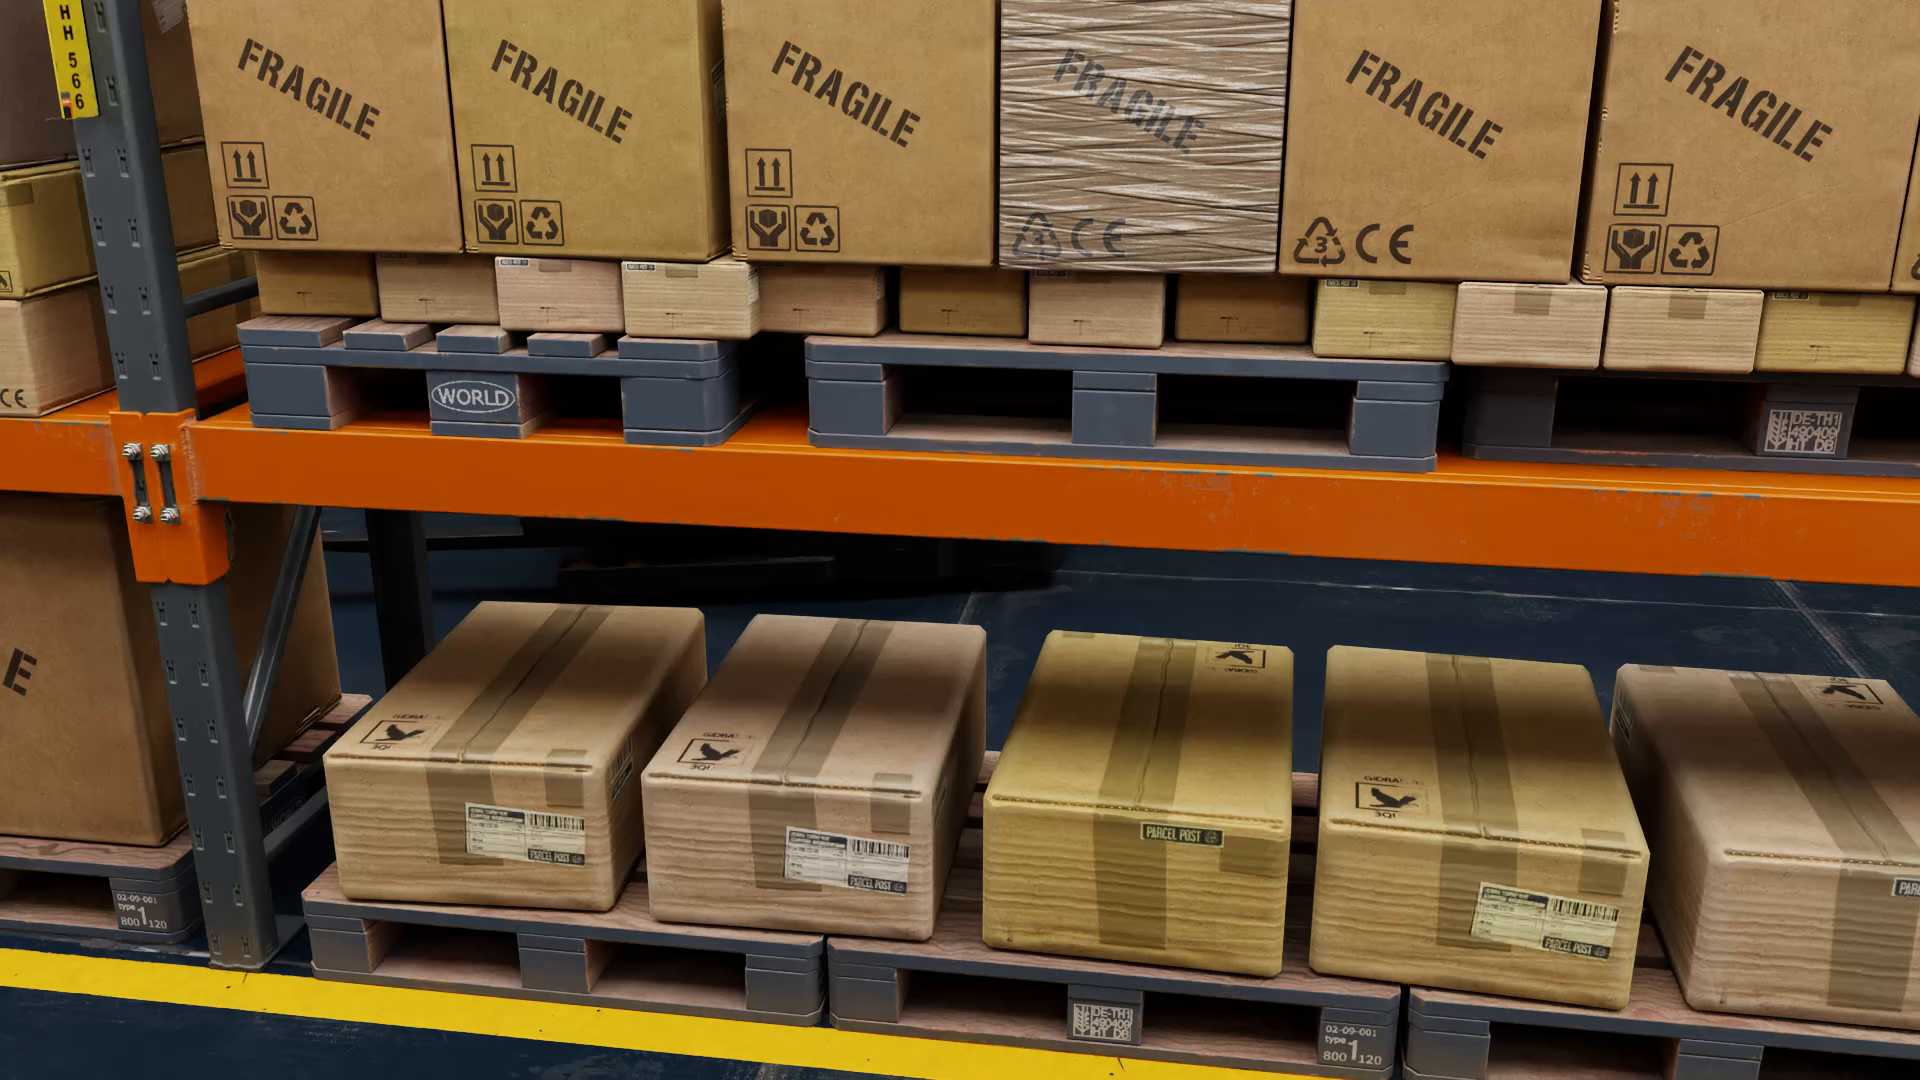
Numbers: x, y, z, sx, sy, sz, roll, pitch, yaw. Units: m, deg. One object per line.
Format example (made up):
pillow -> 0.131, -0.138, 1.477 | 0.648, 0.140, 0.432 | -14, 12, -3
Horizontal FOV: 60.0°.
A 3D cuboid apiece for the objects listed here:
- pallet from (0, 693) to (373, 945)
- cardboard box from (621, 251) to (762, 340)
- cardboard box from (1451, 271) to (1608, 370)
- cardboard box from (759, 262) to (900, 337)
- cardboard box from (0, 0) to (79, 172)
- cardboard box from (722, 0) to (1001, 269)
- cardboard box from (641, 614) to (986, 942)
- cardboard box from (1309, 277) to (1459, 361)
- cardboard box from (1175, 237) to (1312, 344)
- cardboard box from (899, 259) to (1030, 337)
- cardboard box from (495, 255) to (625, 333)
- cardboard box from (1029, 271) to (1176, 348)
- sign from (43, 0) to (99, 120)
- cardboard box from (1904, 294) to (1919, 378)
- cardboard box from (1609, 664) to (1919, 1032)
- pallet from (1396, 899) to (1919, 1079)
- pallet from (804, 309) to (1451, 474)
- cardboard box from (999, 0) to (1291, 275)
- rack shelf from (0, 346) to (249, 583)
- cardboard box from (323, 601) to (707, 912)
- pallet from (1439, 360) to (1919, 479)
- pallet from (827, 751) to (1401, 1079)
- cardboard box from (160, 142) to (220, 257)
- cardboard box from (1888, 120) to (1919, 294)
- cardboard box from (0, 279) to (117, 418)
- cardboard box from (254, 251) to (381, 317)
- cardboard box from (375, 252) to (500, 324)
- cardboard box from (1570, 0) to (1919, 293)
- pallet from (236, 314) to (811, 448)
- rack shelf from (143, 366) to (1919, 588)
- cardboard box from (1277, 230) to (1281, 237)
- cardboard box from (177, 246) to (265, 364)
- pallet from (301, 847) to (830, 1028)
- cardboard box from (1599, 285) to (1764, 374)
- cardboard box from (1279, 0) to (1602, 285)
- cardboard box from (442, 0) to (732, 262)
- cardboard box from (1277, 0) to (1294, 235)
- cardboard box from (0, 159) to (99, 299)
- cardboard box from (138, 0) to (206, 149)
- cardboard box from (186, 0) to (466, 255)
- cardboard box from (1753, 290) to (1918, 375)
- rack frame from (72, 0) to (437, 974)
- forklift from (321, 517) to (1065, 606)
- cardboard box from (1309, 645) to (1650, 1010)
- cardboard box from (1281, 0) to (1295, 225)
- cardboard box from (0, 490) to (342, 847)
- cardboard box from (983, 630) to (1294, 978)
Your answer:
pallet -> -2.358, 0.674, 4.455 | 1.213, 0.211, 1.003 | 3, 19, 9
cardboard box -> -0.495, -0.517, 3.355 | 0.250, 0.149, 0.380 | 3, 19, 9
cardboard box -> 1.036, -0.435, 3.111 | 0.250, 0.149, 0.380 | 3, 19, 9
cardboard box -> -0.245, -0.529, 3.392 | 0.250, 0.149, 0.380 | 4, 19, 12
cardboard box -> -2.143, -1.051, 3.482 | 0.500, 0.500, 0.500 | 2, 19, 7
cardboard box -> -0.143, -0.829, 3.264 | 0.500, 0.500, 0.500 | 3, 19, 10
cardboard box -> -0.305, 0.528, 3.976 | 0.625, 0.372, 0.950 | 3, 19, 8
cardboard box -> 0.801, -0.459, 3.181 | 0.250, 0.149, 0.380 | 3, 19, 9
cardboard box -> 0.557, -0.504, 3.317 | 0.250, 0.149, 0.380 | 2, 19, 7
cardboard box -> 0.040, -0.527, 3.386 | 0.250, 0.149, 0.380 | 4, 19, 11
cardboard box -> -0.763, -0.537, 3.416 | 0.250, 0.149, 0.380 | 2, 19, 5
cardboard box -> 0.288, -0.494, 3.285 | 0.250, 0.149, 0.380 | 4, 19, 10
sign -> -1.676, -0.960, 3.120 | 0.005, 0.325, 0.100 | 3, 19, 9
cardboard box -> 1.806, -0.403, 3.014 | 0.250, 0.149, 0.380 | 3, 19, 9
cardboard box -> 1.840, 0.638, 3.649 | 0.625, 0.372, 0.950 | 3, 19, 9
pallet -> 1.589, 0.900, 3.780 | 1.213, 0.211, 1.003 | 3, 19, 9
pallet -> 0.370, -0.407, 3.595 | 1.213, 0.211, 1.003 | 3, 19, 9
cardboard box -> 0.350, -0.801, 3.182 | 0.500, 0.500, 0.500 | 2, 19, 7
rack shelf -> -3.566, -0.344, 4.239 | 4.000, 0.370, 1.077 | 3, 19, 9
cardboard box -> -1.035, 0.494, 4.080 | 0.625, 0.372, 0.950 | 2, 19, 5
pallet -> 1.626, -0.377, 3.504 | 1.213, 0.211, 1.003 | 3, 19, 9
pallet -> 0.381, 0.839, 3.962 | 1.213, 0.211, 1.003 | 3, 19, 9
cardboard box -> -2.053, -0.854, 4.076 | 0.500, 0.250, 0.500 | 3, 19, 8
cardboard box -> 1.865, -0.723, 2.947 | 0.500, 0.500, 0.500 | 3, 19, 8
cardboard box -> -2.132, -0.458, 3.680 | 0.500, 0.250, 0.500 | 2, 19, 7
cardboard box -> -1.300, -0.590, 3.574 | 0.250, 0.149, 0.380 | 2, 19, 5
cardboard box -> -1.026, -0.566, 3.500 | 0.250, 0.149, 0.380 | 2, 19, 5
cardboard box -> 1.376, -0.747, 3.020 | 0.500, 0.500, 0.500 | 3, 19, 9
pallet -> -0.871, -0.491, 3.847 | 1.003, 0.211, 1.213 | 3, 19, 9
rack shelf -> 0.383, -0.143, 3.637 | 4.000, 0.370, 1.077 | 3, 19, 9
cardboard box -> 0.834, -0.635, 3.708 | 0.250, 0.149, 0.380 | 3, 19, 9
cardboard box -> -2.035, -0.617, 4.157 | 0.500, 0.250, 0.500 | 3, 19, 8
pallet -> -0.820, 0.777, 4.147 | 1.213, 0.211, 1.003 | 3, 19, 9
cardboard box -> 1.288, -0.424, 3.076 | 0.250, 0.149, 0.380 | 3, 19, 8
cardboard box -> 0.867, -0.775, 3.104 | 0.500, 0.500, 0.500 | 4, 19, 11
cardboard box -> -0.668, -0.853, 3.338 | 0.500, 0.500, 0.500 | 4, 19, 11
cardboard box -> 0.451, -0.961, 3.661 | 0.500, 0.500, 0.500 | 2, 19, 6
cardboard box -> -2.110, -0.696, 3.603 | 0.500, 0.250, 0.500 | 3, 19, 8
cardboard box -> -2.040, -1.208, 3.952 | 0.500, 0.500, 0.500 | 2, 19, 7
cardboard box -> -1.184, -0.877, 3.410 | 0.500, 0.500, 0.500 | 2, 19, 7
cardboard box -> 1.549, -0.422, 3.070 | 0.250, 0.149, 0.380 | 2, 19, 7
rack frame -> -1.591, -0.585, 3.824 | 0.127, 3.000, 1.000 | 3, 19, 9
forklift -> -1.153, -1.319, 6.126 | 3.031, 2.935, 1.130 | -2, 19, -6
cardboard box -> 1.129, 0.603, 3.754 | 0.625, 0.372, 0.950 | 4, 19, 12
cardboard box -> 0.960, -0.939, 3.593 | 0.500, 0.500, 0.500 | 3, 19, 8
cardboard box -> -2.260, 0.163, 4.276 | 0.875, 0.875, 0.875 | 3, 19, 8
cardboard box -> 0.443, 0.568, 3.857 | 0.625, 0.372, 0.950 | 4, 19, 10
